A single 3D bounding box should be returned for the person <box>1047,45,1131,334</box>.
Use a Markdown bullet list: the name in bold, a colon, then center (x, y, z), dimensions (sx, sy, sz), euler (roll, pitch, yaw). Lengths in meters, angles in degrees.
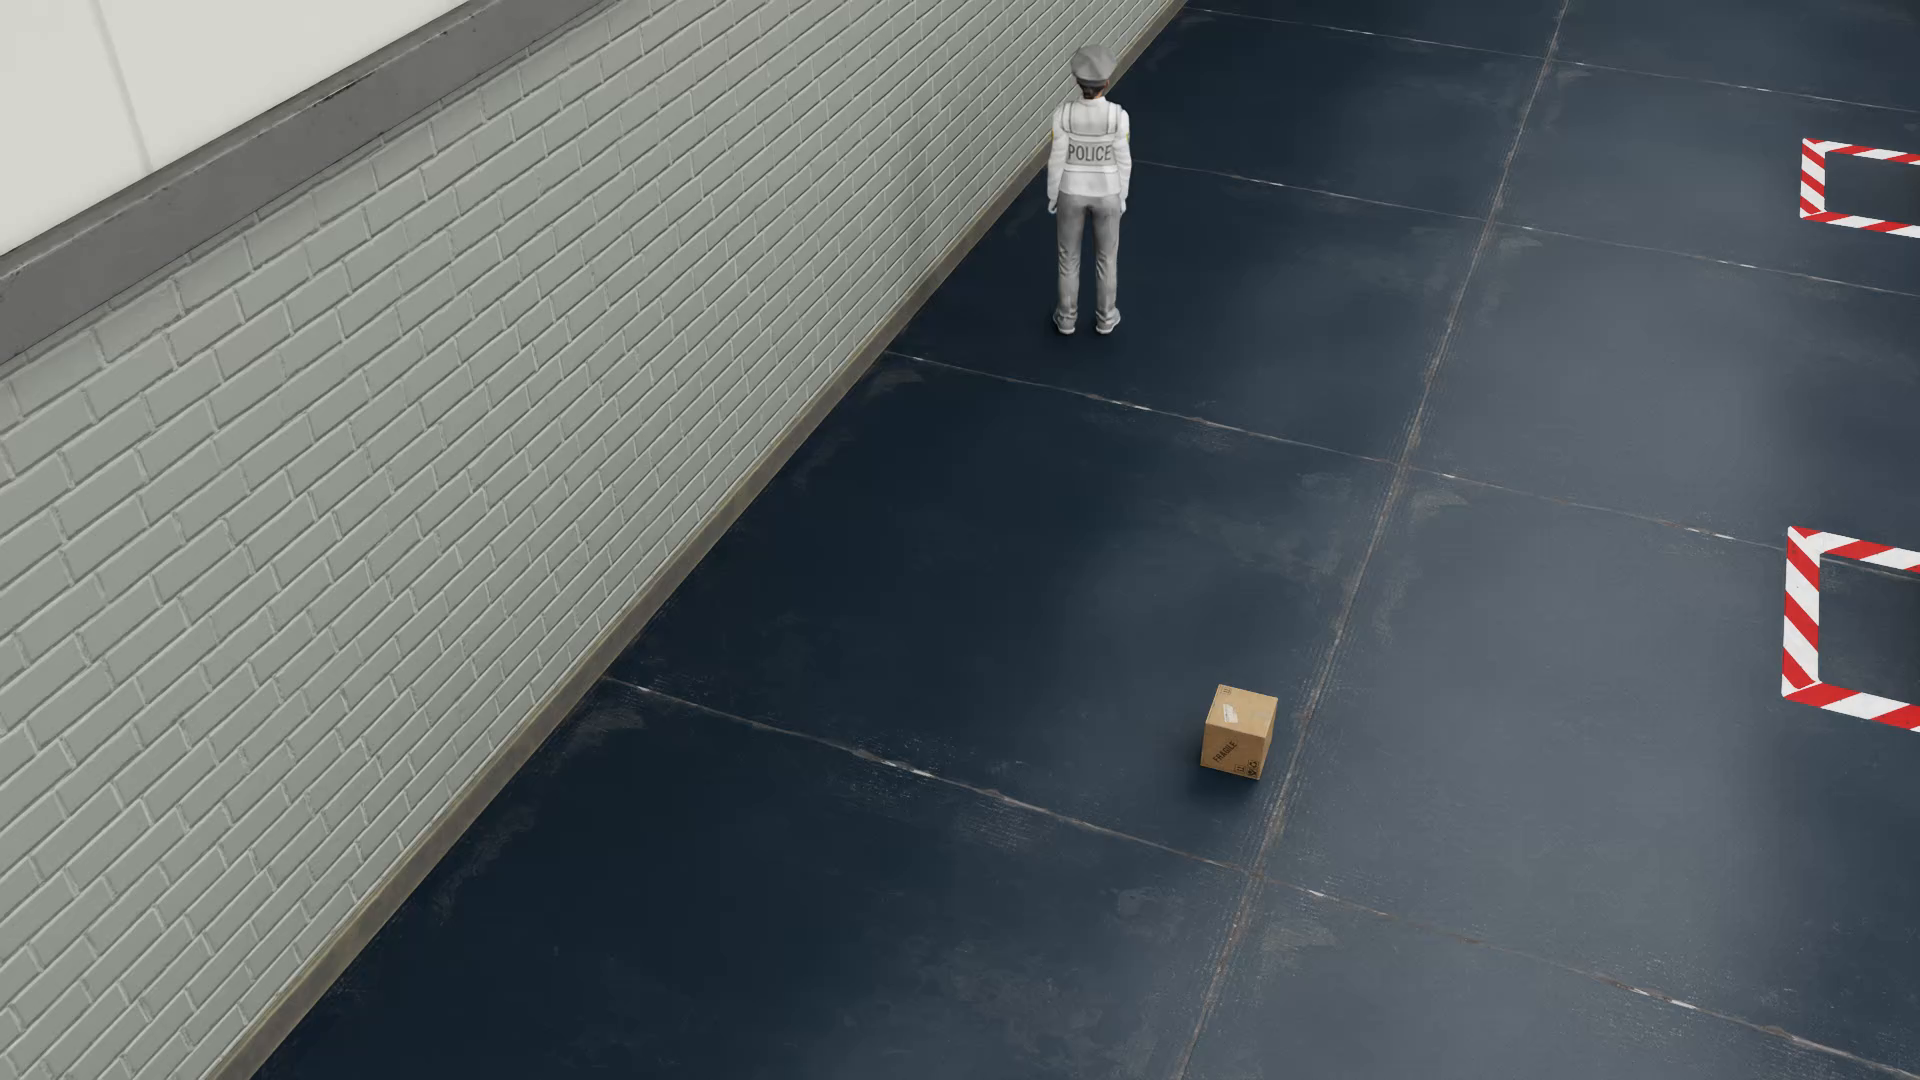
- **person**: center (0.715, -1.926, 9.285), dimensions (0.461, 1.694, 0.354), euler (2, 38, 3)
